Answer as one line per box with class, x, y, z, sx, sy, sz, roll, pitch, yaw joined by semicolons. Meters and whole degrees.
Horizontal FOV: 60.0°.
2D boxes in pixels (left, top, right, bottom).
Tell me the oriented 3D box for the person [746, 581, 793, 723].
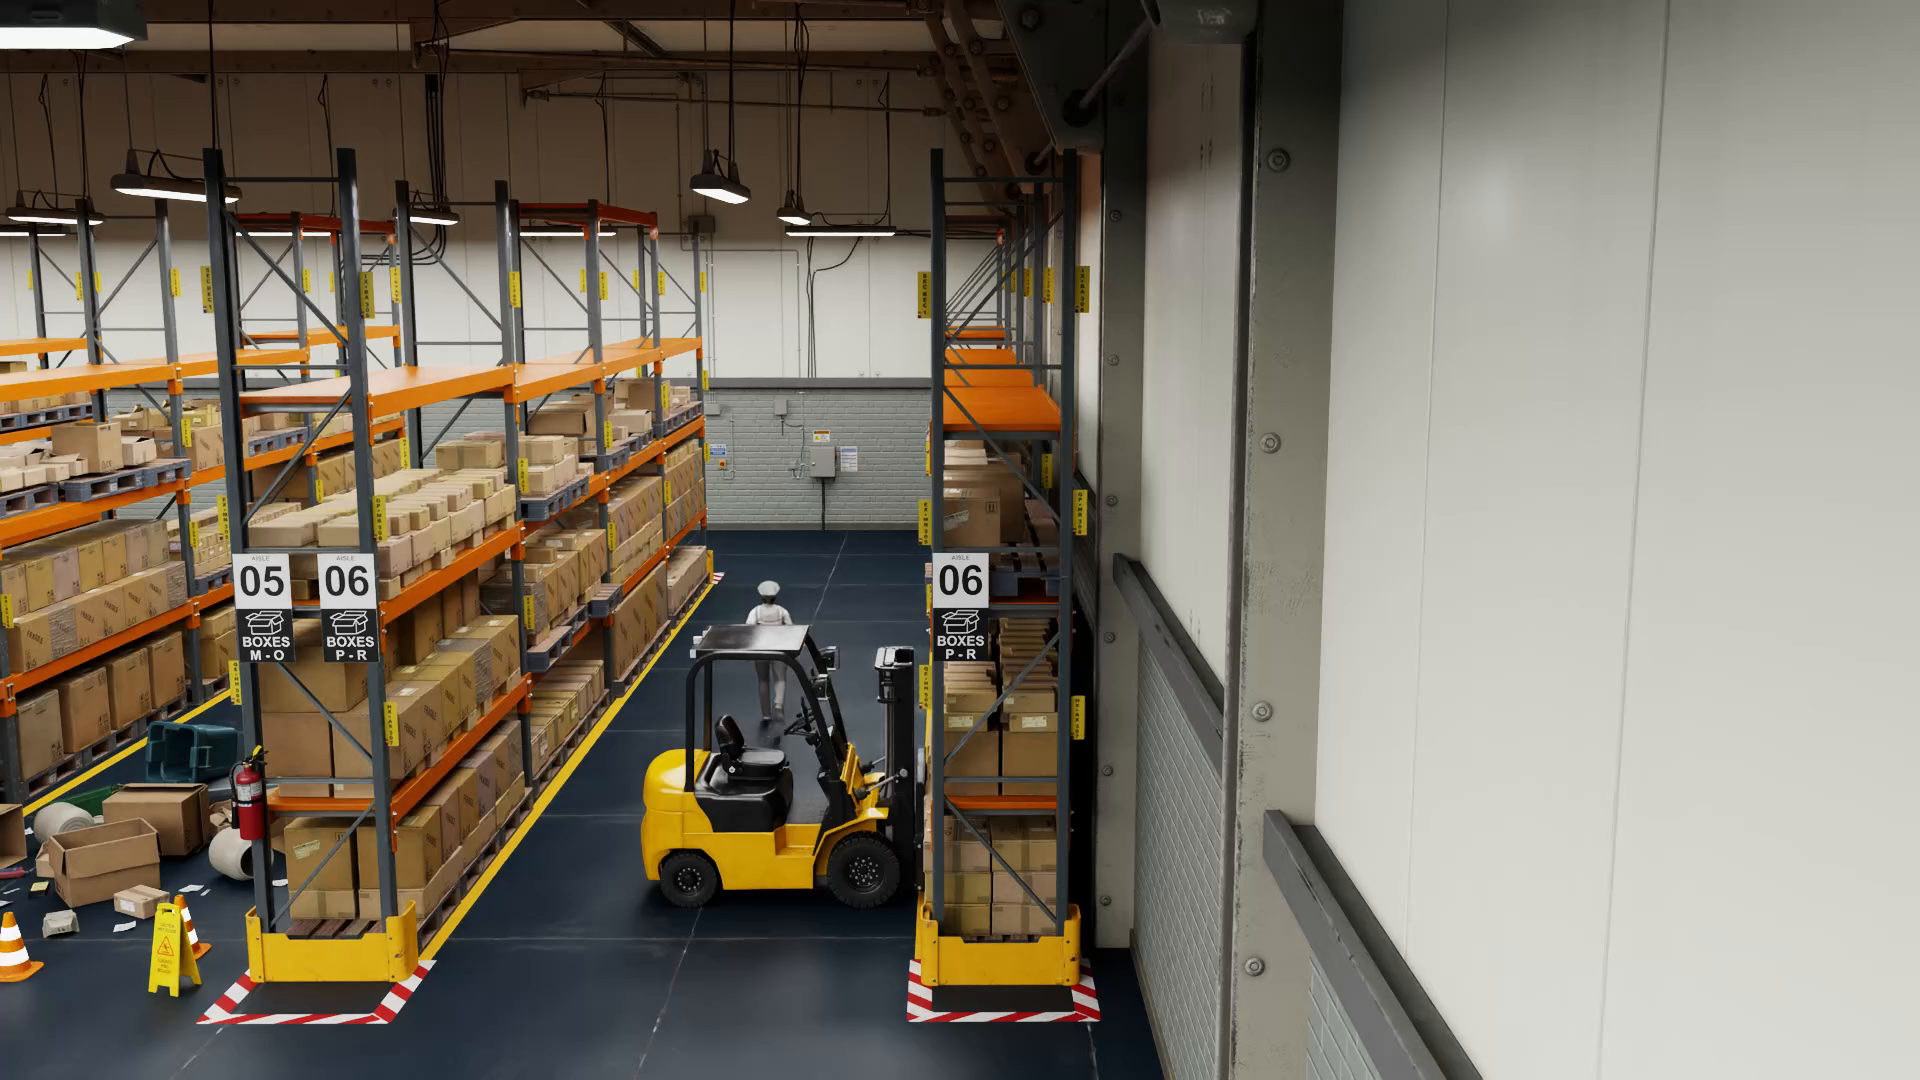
person;-2.192;1.296;19.074;0.591;1.665;0.866;-1;9;-8
